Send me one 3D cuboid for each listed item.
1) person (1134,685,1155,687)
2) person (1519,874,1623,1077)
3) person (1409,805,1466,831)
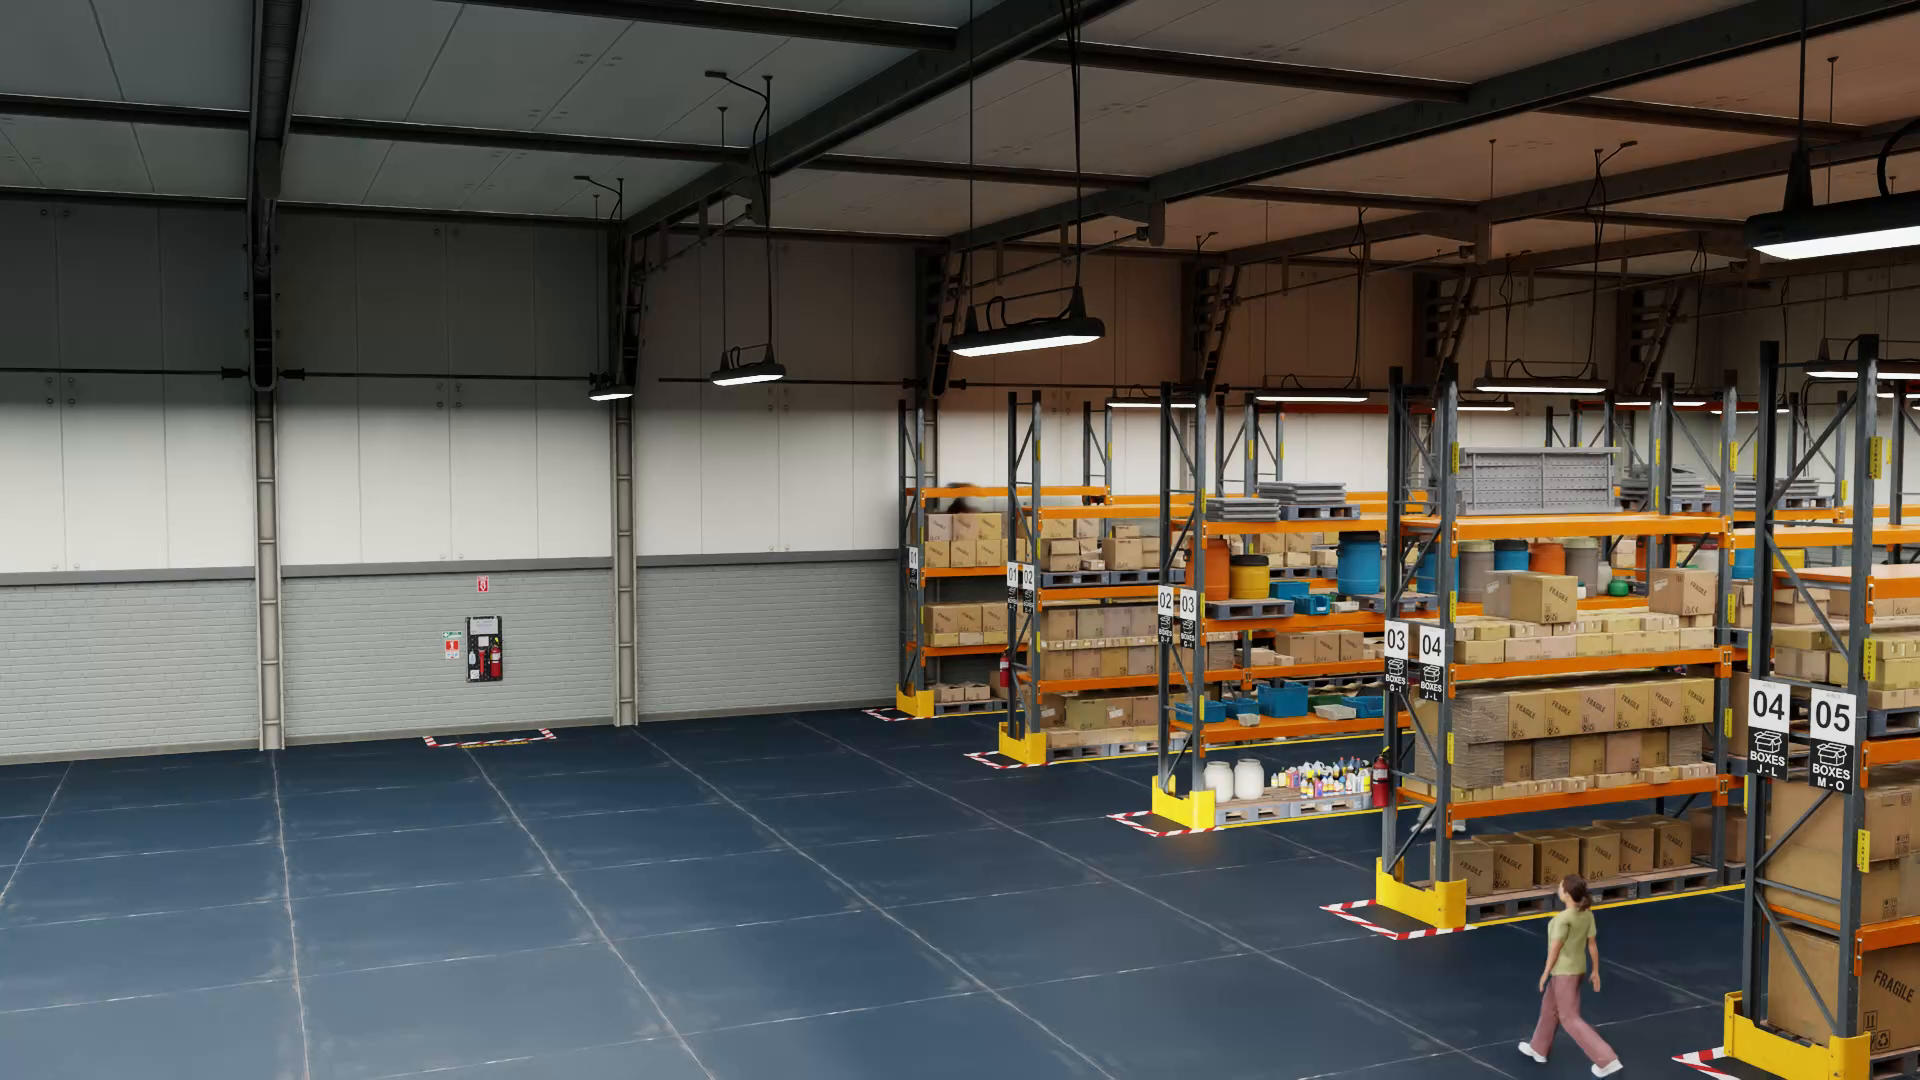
[{"bbox_3d":[3.460,2.454,31.097,1.077,1.719,0.580,-1,3,-14],"label":"person"},{"bbox_3d":[4.974,3.548,13.582,0.983,1.637,0.436,3,5,44],"label":"person"},{"bbox_3d":[6.367,3.044,22.090,0.712,1.690,0.503,2,4,25],"label":"person"}]
